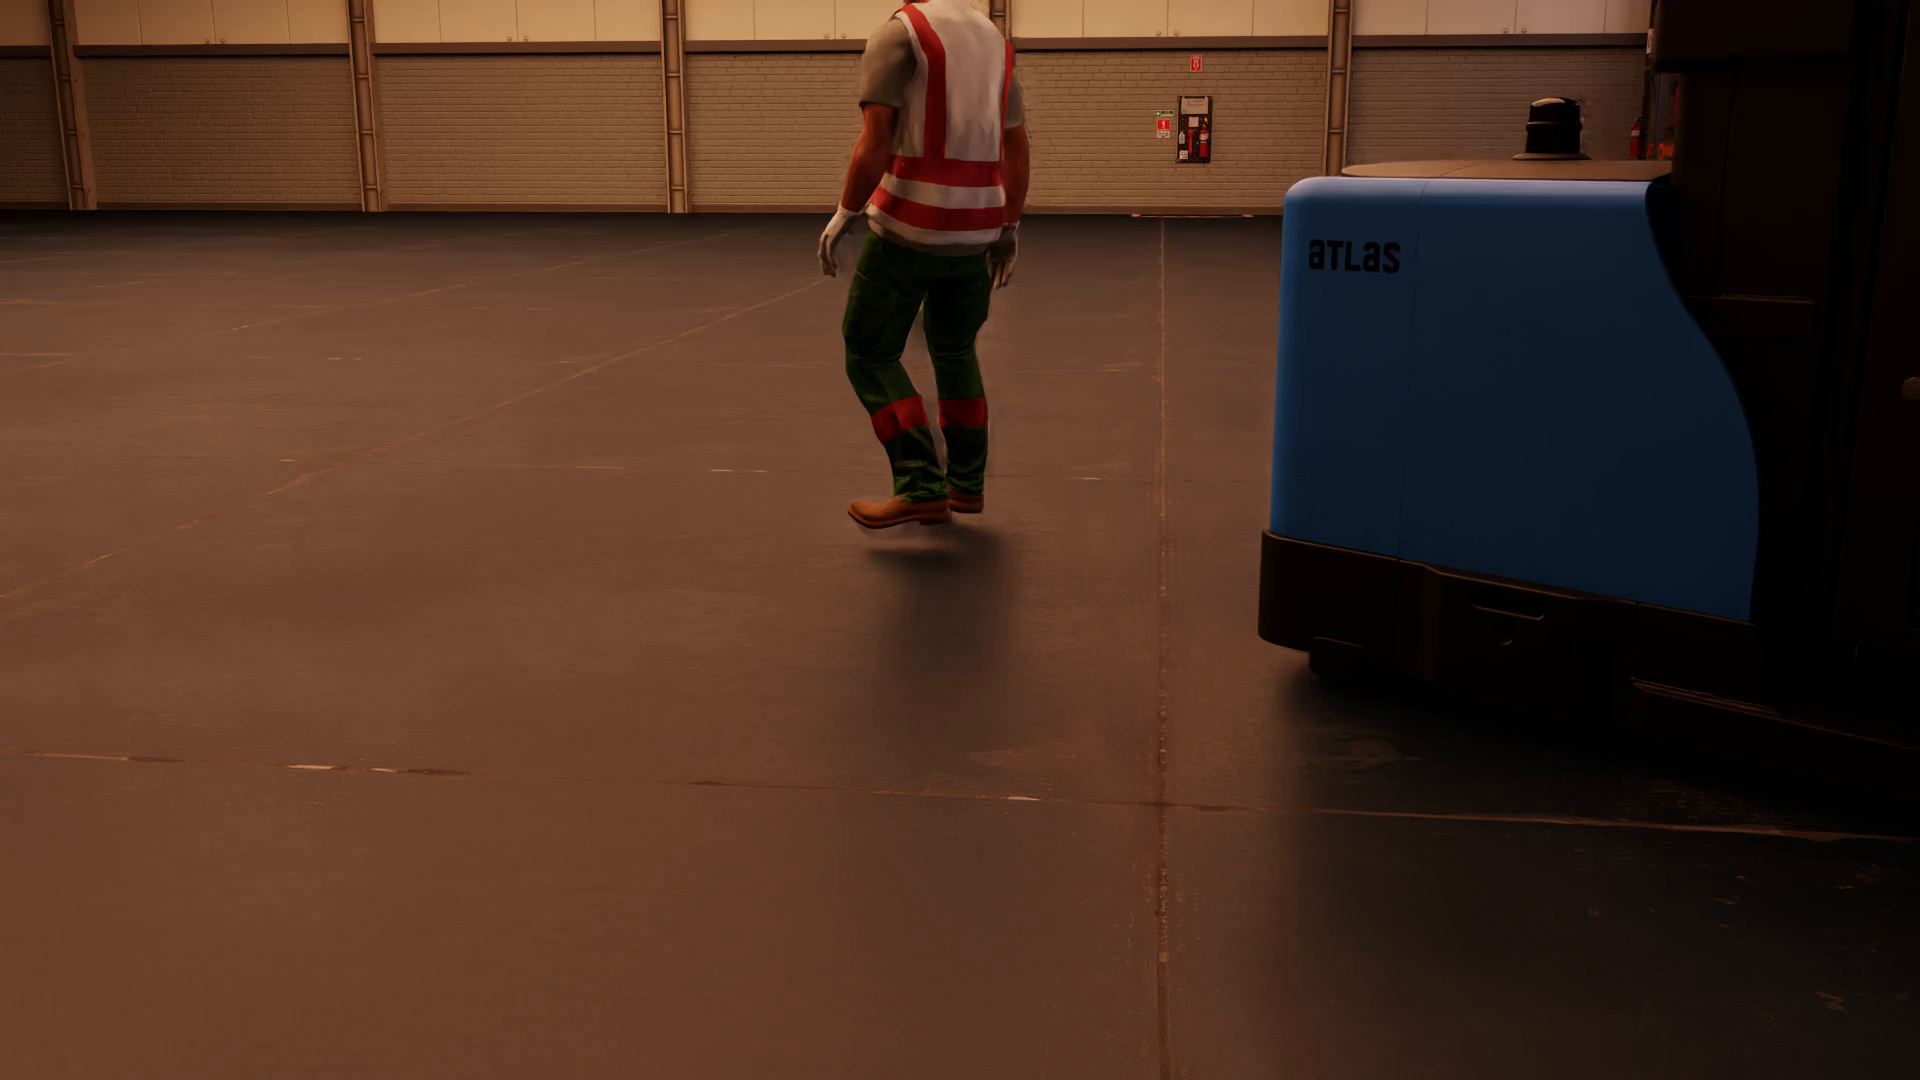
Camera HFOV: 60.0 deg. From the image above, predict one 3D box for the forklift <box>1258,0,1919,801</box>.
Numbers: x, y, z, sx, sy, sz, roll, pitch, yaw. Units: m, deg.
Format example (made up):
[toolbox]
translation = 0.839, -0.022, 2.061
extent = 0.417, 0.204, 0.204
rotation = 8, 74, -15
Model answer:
[forklift]
translation = 2.083, -0.991, 2.750
extent = 3.031, 2.935, 1.130
rotation = 12, 18, 42

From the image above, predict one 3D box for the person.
[person]
translation = -0.113, -0.904, 4.835
extent = 0.693, 1.745, 0.551
rotation = -12, 17, -41
